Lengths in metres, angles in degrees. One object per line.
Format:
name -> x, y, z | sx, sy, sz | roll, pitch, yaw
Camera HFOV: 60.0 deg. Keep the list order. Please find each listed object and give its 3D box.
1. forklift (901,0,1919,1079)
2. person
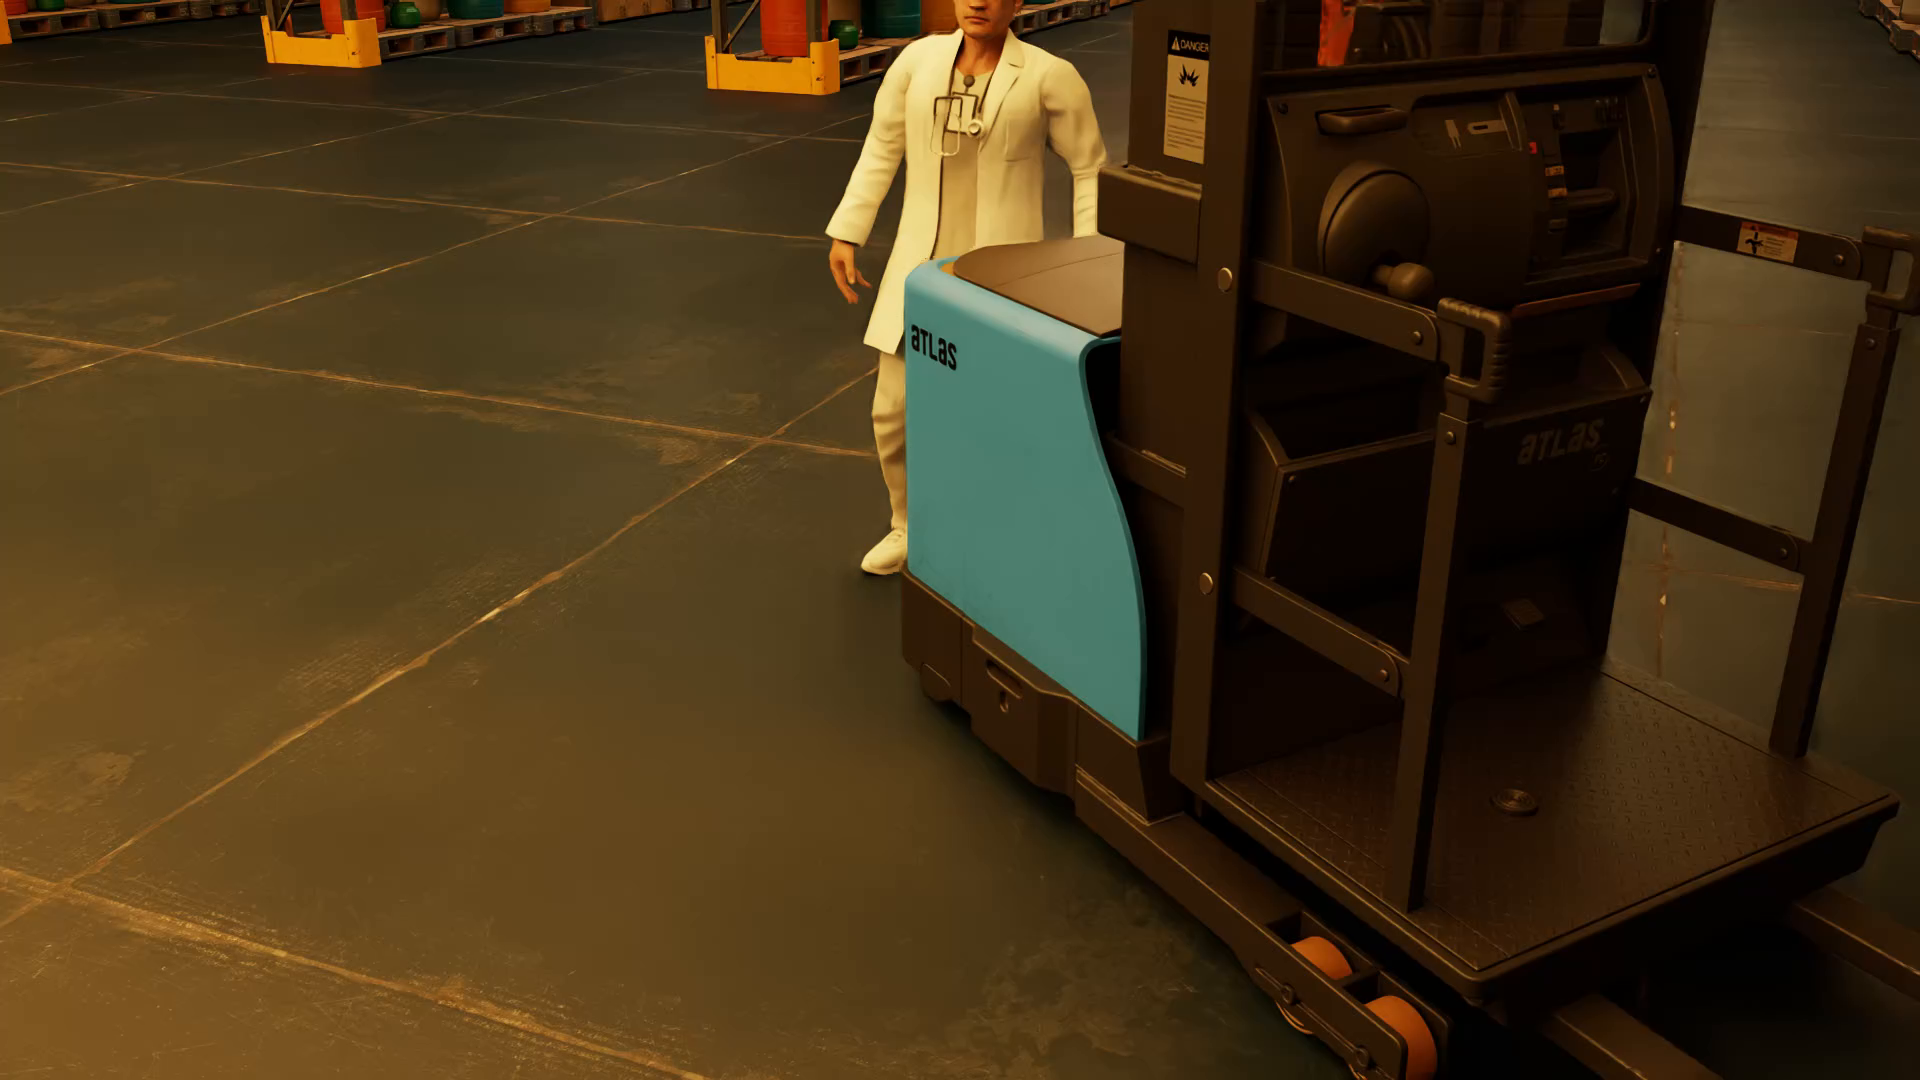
forklift -> 1.023, -0.607, 2.745 | 1.130, 2.935, 3.031 | -12, 26, -27
person -> -0.021, -0.693, 4.507 | 0.821, 1.744, 0.699 | 6, 23, 15
